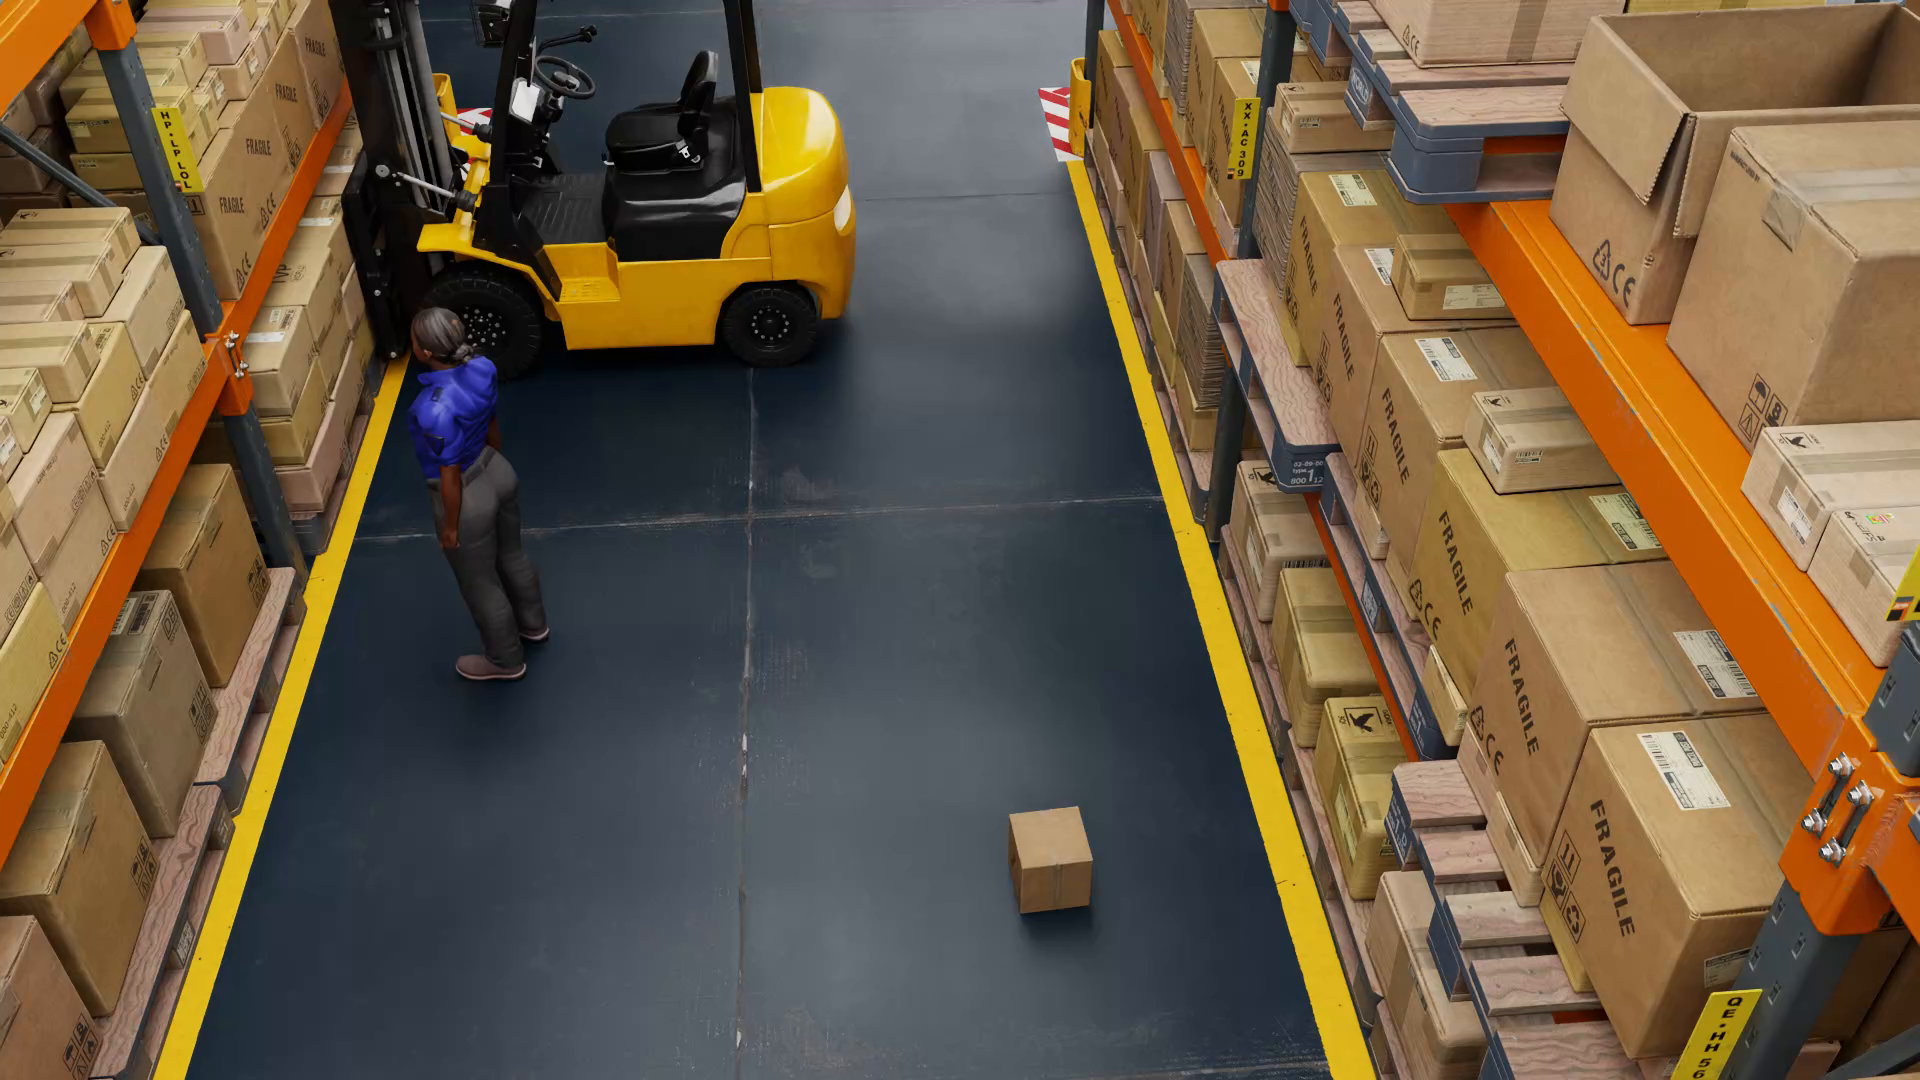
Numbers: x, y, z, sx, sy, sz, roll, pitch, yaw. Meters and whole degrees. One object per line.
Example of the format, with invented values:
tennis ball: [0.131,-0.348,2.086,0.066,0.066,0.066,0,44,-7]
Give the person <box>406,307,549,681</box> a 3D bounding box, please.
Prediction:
person: [-1.879,-0.171,6.364,0.323,1.663,0.446,10,40,11]
